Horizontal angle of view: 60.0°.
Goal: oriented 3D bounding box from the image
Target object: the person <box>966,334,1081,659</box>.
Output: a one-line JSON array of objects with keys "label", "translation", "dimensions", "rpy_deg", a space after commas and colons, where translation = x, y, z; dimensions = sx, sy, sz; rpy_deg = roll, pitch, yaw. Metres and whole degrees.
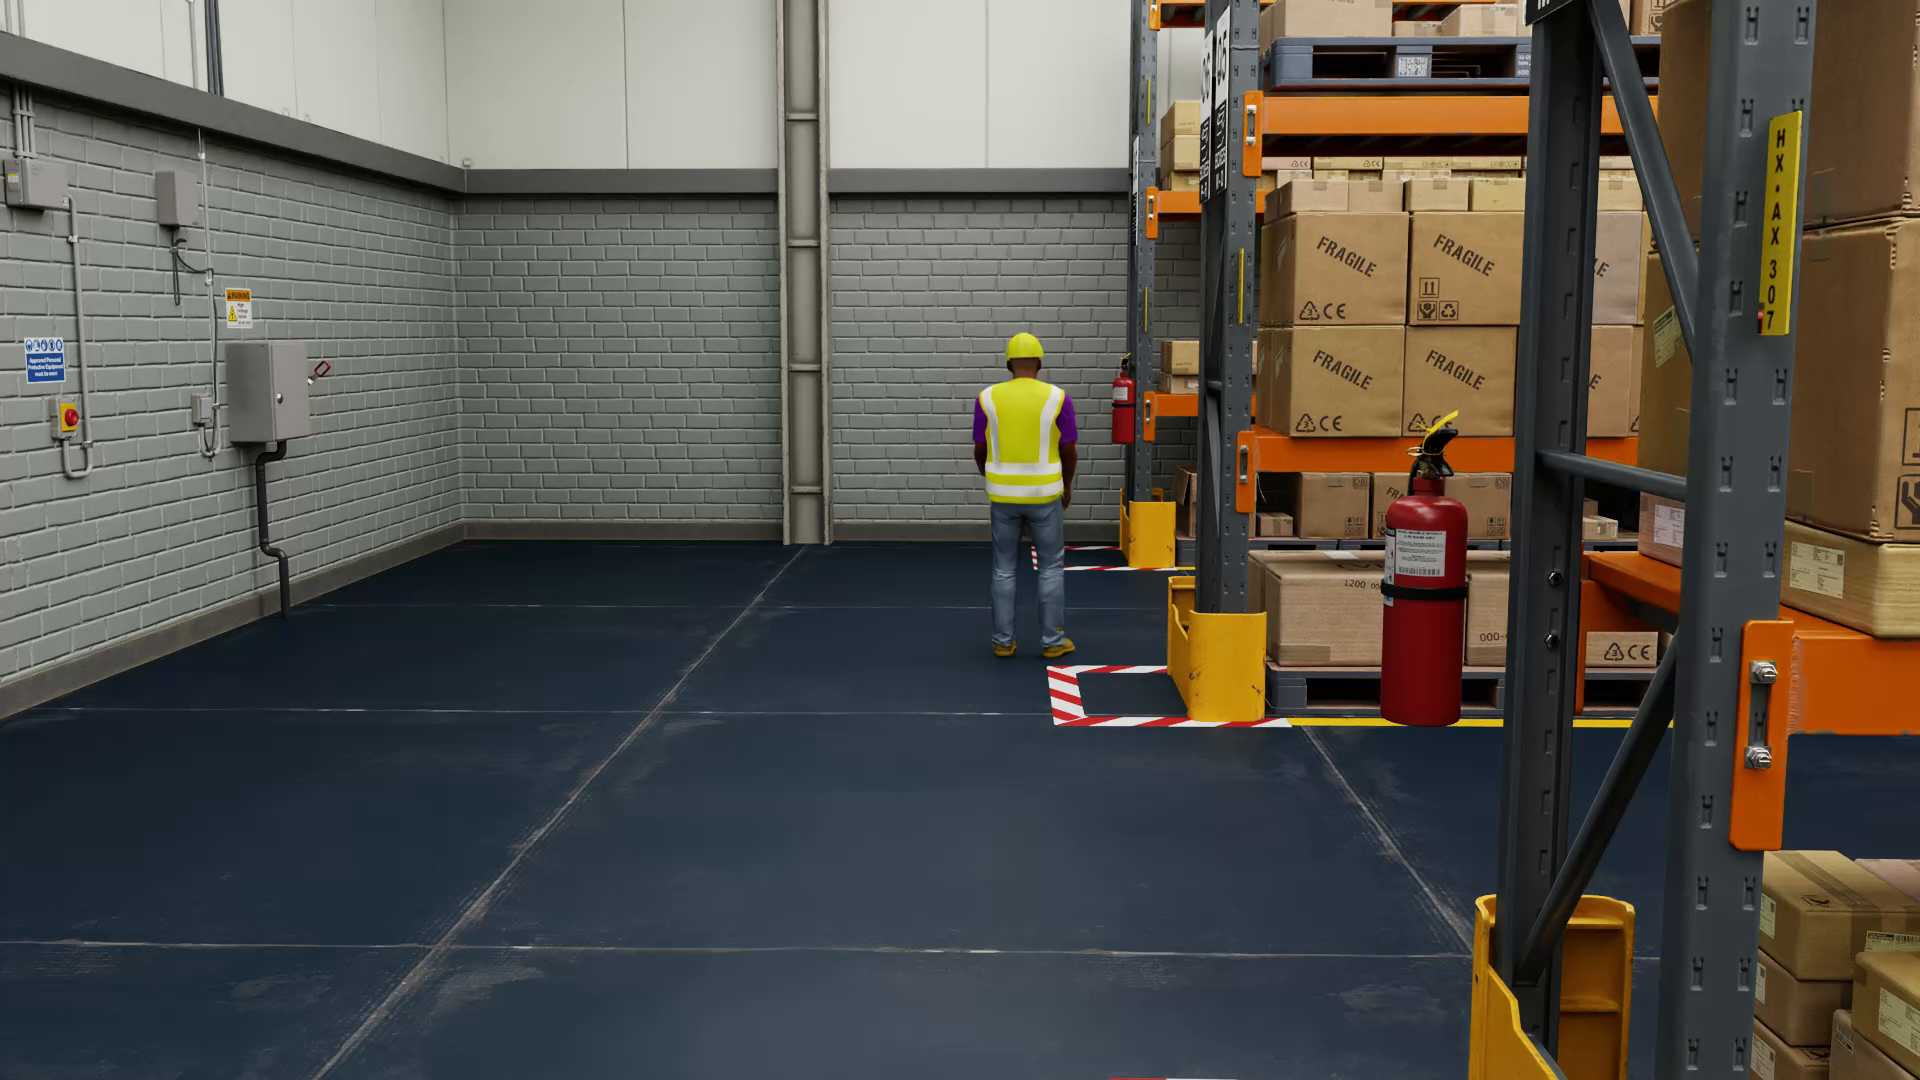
[{"label": "person", "translation": [0.350, -0.240, 9.120], "dimensions": [0.629, 1.755, 0.460], "rpy_deg": [1, 7, 9]}]
